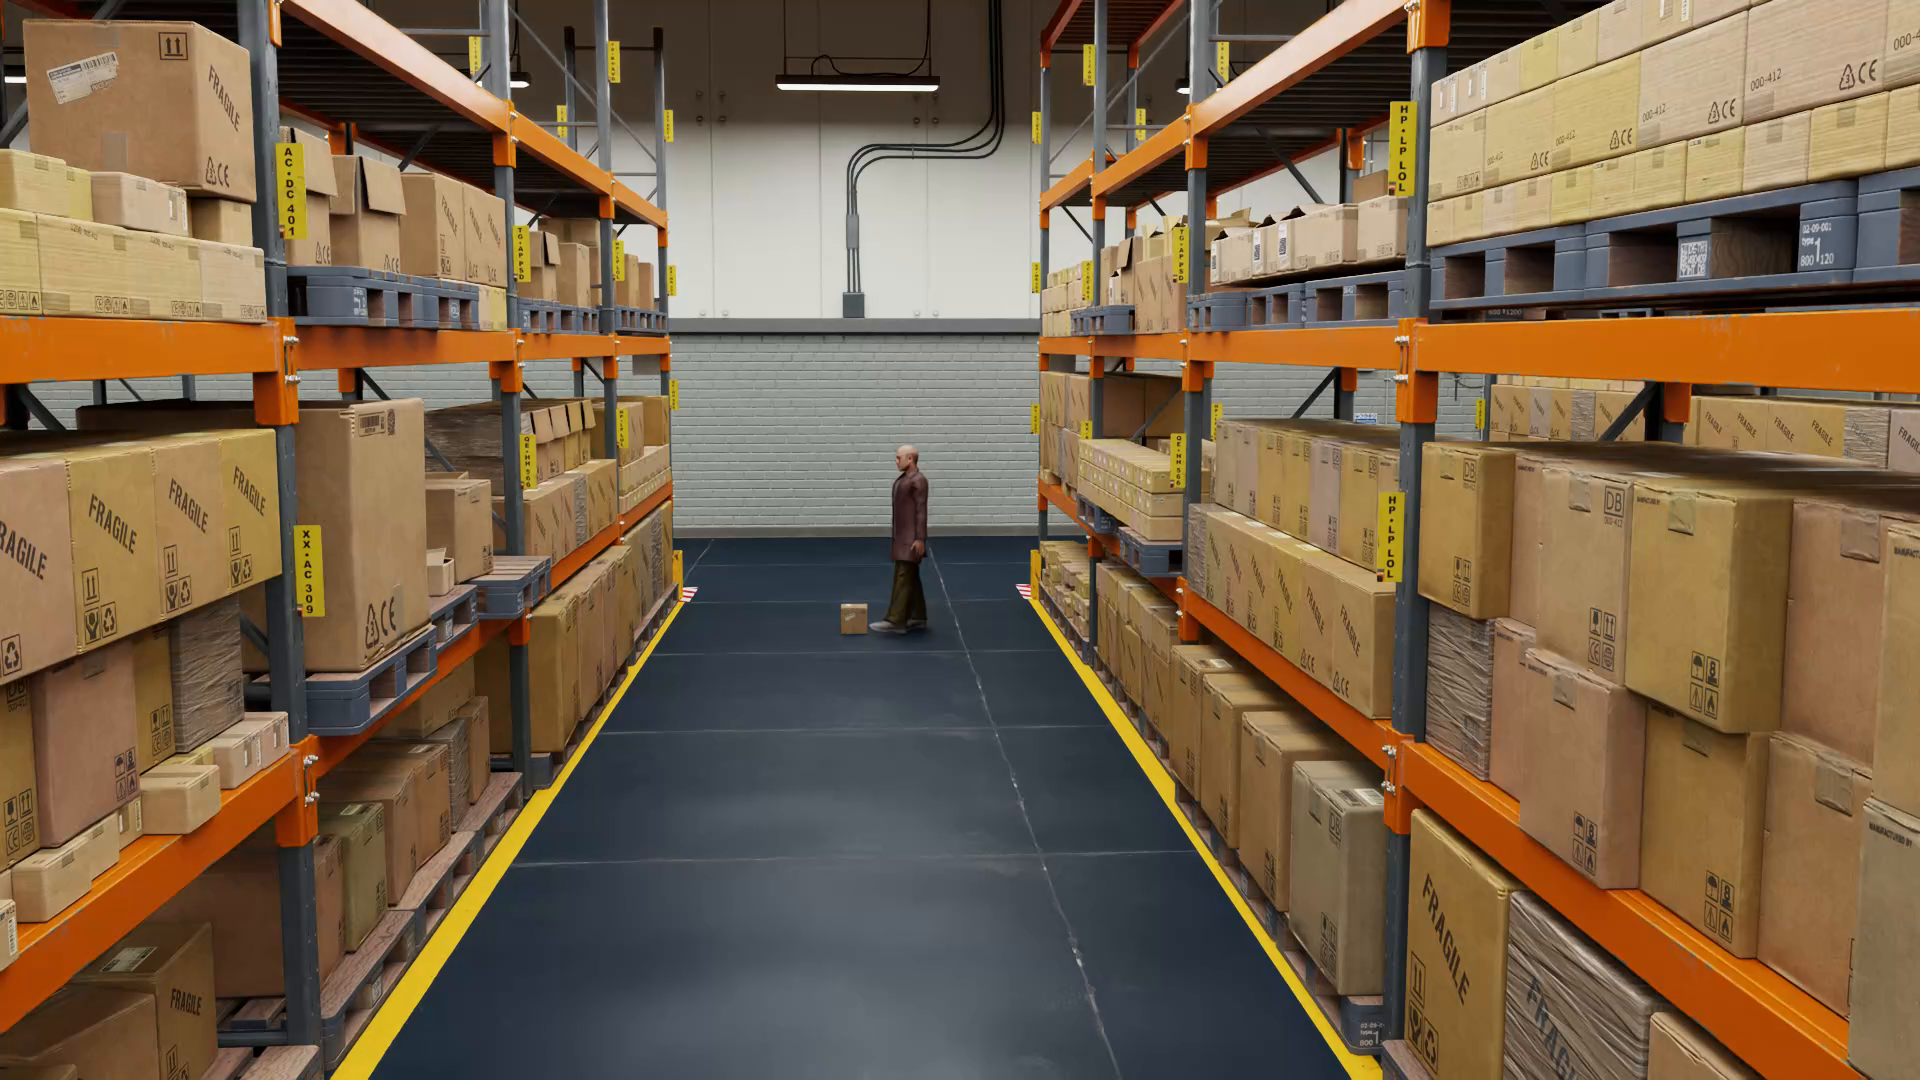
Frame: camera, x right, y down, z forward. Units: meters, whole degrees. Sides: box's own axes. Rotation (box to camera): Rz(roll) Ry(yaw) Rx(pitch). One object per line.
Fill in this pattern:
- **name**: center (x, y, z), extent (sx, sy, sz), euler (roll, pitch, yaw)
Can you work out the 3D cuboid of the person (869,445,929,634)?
- **person**: center (-0.597, -0.010, 15.804), extent (0.663, 1.777, 0.620), euler (-2, 7, -18)
